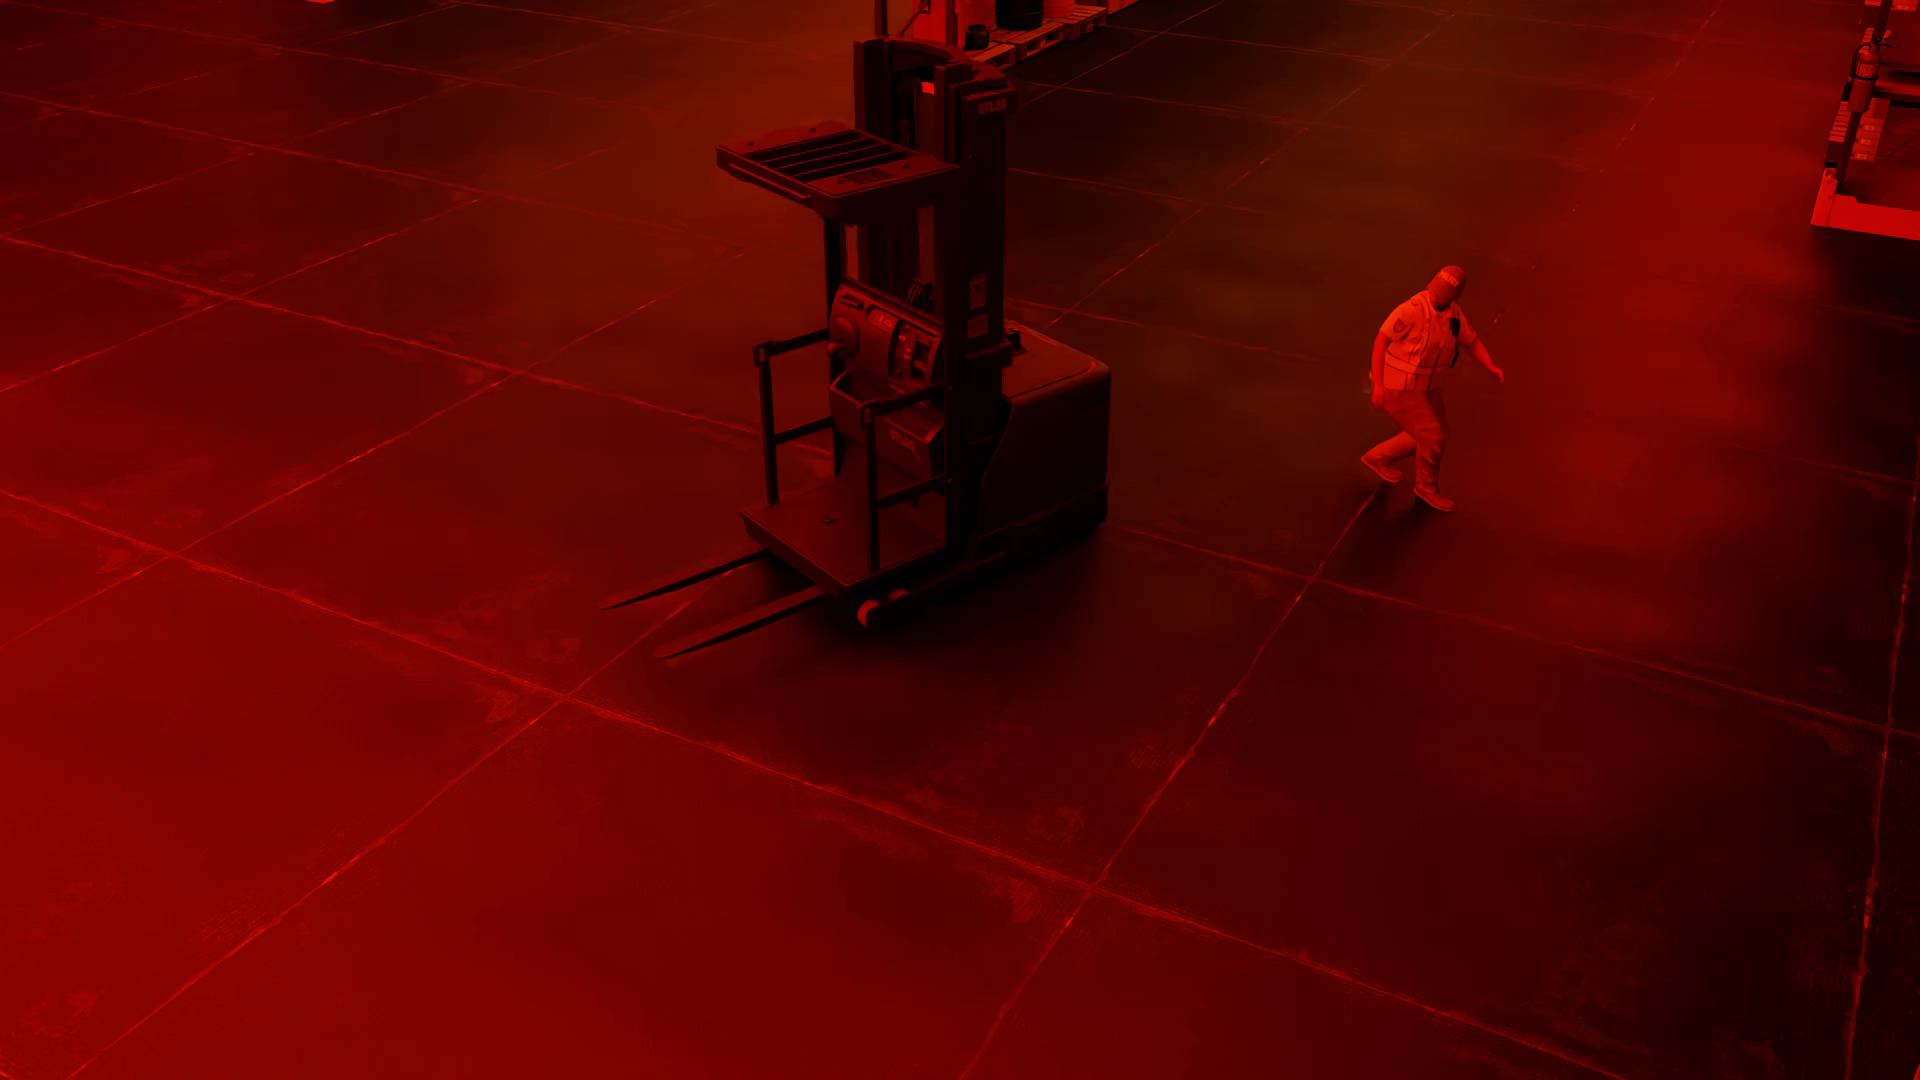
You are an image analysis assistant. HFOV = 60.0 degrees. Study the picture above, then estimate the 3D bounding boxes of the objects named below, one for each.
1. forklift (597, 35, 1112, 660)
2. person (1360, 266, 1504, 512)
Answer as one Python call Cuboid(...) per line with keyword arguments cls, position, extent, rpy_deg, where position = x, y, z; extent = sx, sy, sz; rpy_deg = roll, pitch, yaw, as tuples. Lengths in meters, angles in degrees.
Cuboid(cls="forklift", position=(-0.571, -1.073, 8.929), extent=(3.031, 2.935, 1.130), rpy_deg=(-22, 37, -33))
Cuboid(cls="person", position=(2.812, -0.900, 10.045), extent=(0.817, 1.537, 0.811), rpy_deg=(-26, 39, -37))
